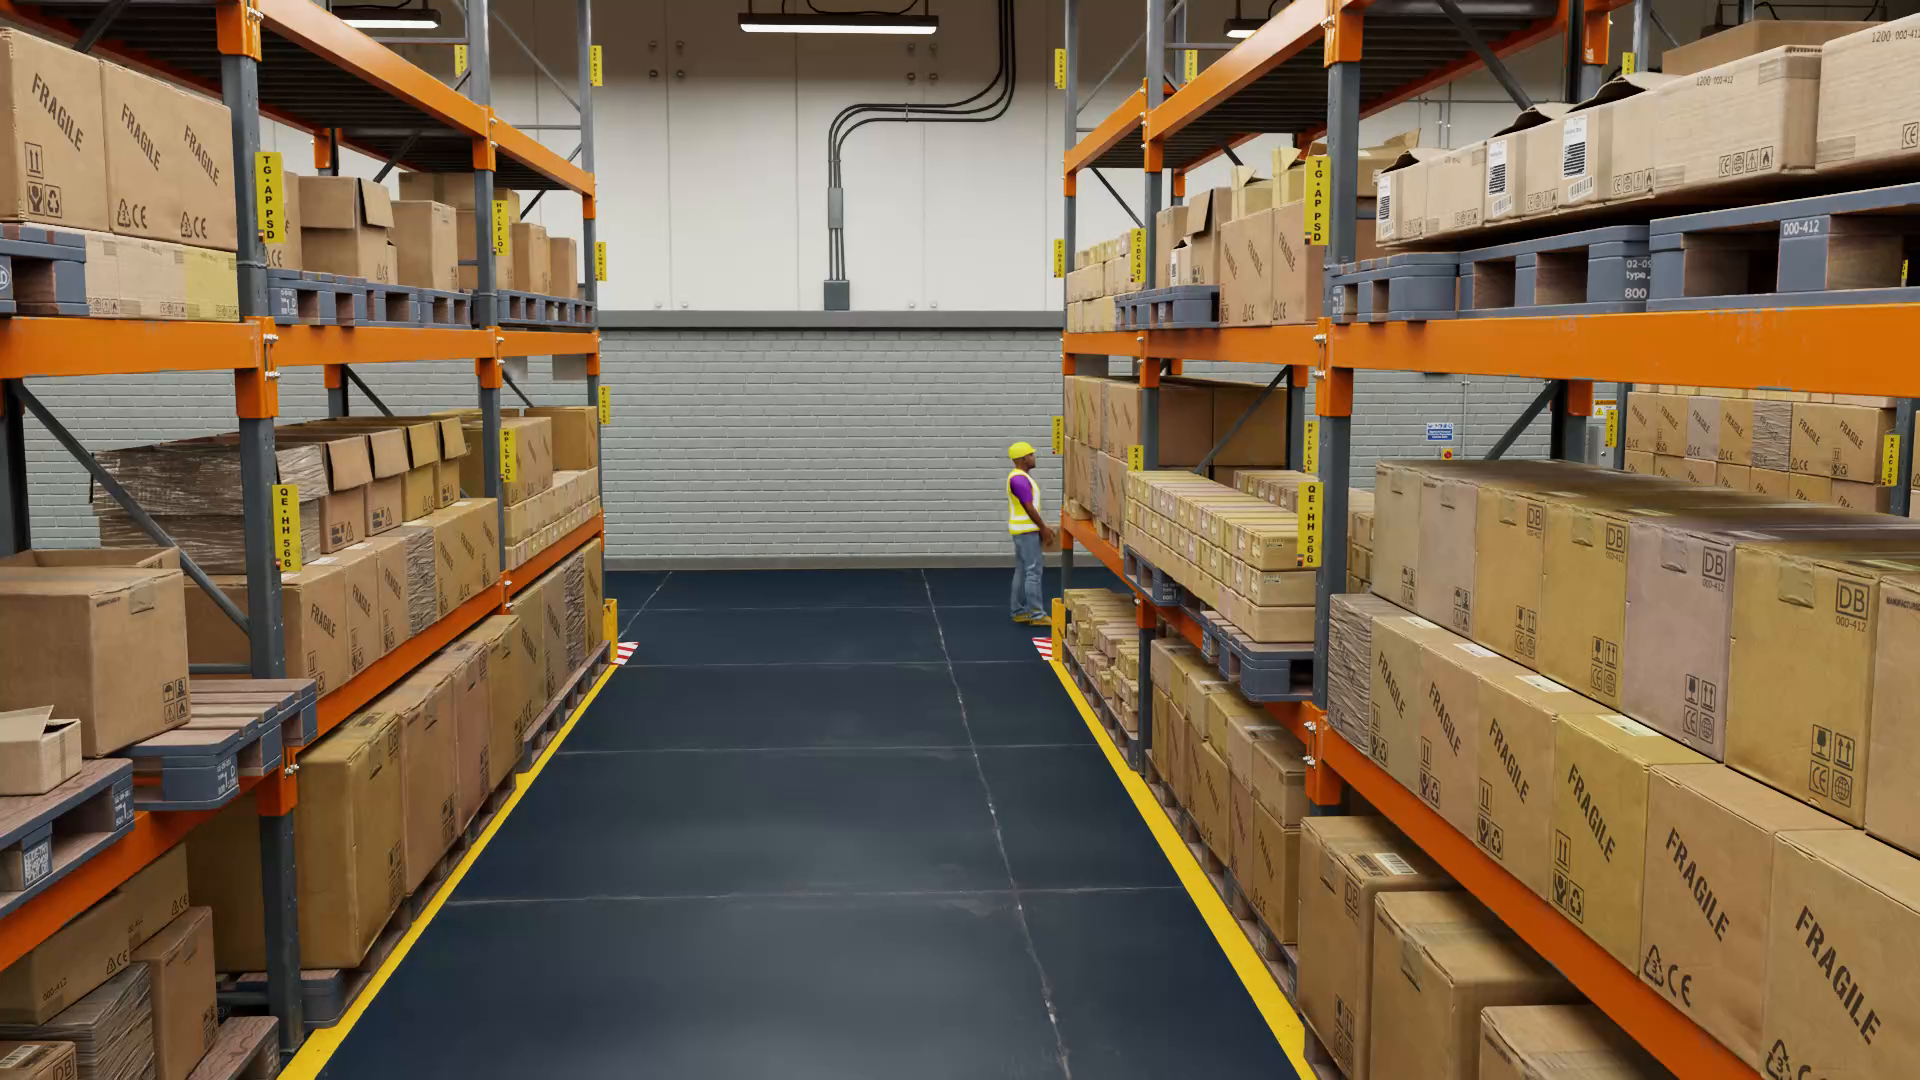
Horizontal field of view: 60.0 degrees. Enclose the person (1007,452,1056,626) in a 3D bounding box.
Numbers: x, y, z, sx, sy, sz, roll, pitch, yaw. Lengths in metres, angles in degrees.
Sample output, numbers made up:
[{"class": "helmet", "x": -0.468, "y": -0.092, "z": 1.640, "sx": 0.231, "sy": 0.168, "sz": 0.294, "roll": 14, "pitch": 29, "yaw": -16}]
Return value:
[{"class": "person", "x": 0.726, "y": -0.051, "z": 16.175, "sx": 0.551, "sy": 1.734, "sz": 0.571, "roll": 0, "pitch": 7, "yaw": -1}]
